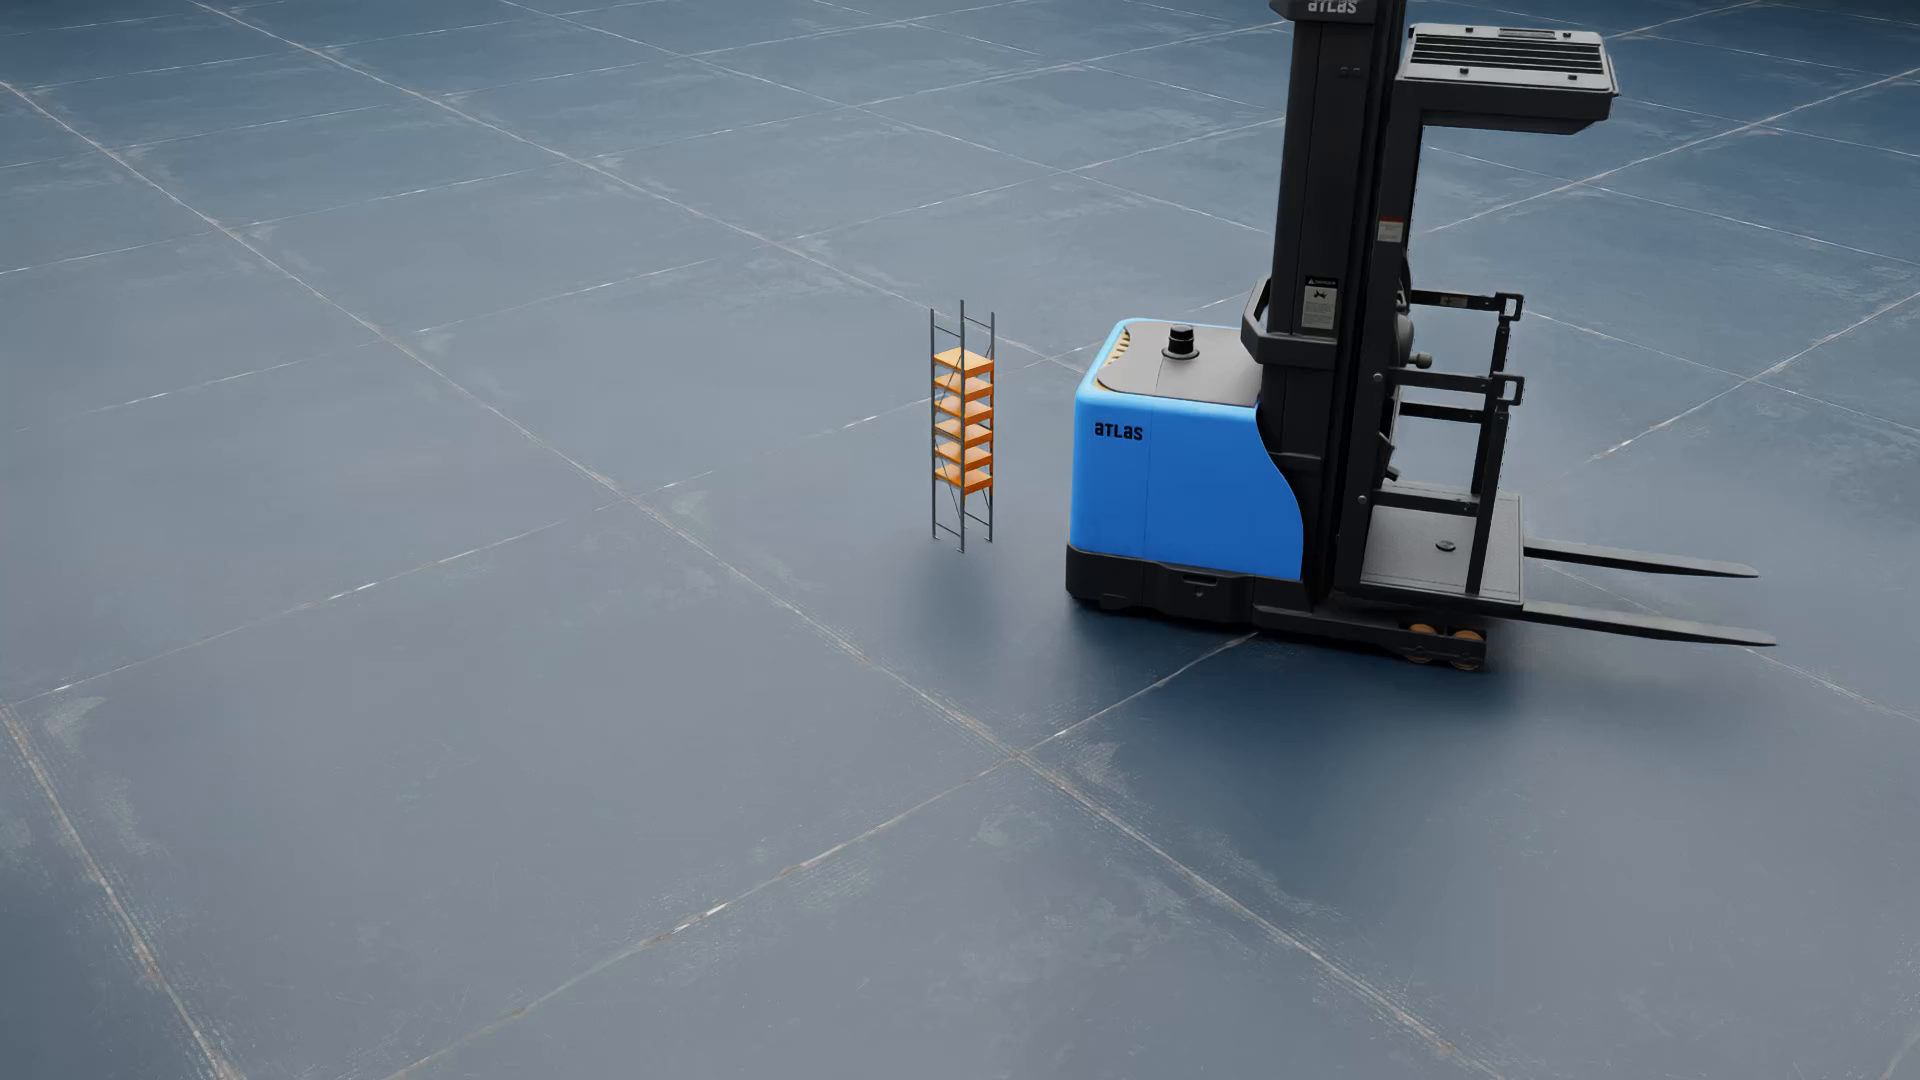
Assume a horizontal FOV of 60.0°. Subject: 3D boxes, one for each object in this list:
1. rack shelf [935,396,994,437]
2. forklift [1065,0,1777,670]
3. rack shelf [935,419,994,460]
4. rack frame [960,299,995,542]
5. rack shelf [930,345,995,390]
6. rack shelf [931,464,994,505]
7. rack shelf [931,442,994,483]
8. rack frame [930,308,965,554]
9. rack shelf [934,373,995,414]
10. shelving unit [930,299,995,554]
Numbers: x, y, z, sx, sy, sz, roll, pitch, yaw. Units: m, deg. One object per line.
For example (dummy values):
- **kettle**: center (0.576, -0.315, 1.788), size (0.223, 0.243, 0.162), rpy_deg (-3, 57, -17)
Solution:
- **rack shelf**: center (0.011, -0.600, 7.940), size (0.180, 0.103, 0.258), rpy_deg (-22, 35, -35)
- **forklift**: center (2.063, -1.011, 7.033), size (3.031, 2.935, 1.130), rpy_deg (8, 29, 14)
- **rack shelf**: center (0.011, -0.494, 7.996), size (0.180, 0.103, 0.258), rpy_deg (-22, 35, -35)
- **rack frame**: center (0.081, -0.562, 8.028), size (0.006, 1.200, 0.240), rpy_deg (-22, 35, -35)
- **rack shelf**: center (0.011, -0.812, 7.827), size (0.180, 0.103, 0.258), rpy_deg (-22, 35, -35)
- **rack shelf**: center (0.011, -0.283, 8.110), size (0.180, 0.103, 0.258), rpy_deg (-22, 35, -35)
- **rack shelf**: center (0.011, -0.389, 8.053), size (0.180, 0.103, 0.258), rpy_deg (-22, 35, -35)
- **rack frame**: center (-0.059, -0.506, 7.923), size (0.006, 1.200, 0.240), rpy_deg (-22, 35, -35)
- **rack shelf**: center (0.011, -0.706, 7.883), size (0.180, 0.103, 0.258), rpy_deg (-22, 35, -35)
- **shelving unit**: center (0.011, -0.534, 7.975), size (0.189, 1.200, 0.258), rpy_deg (-22, 35, -35)
